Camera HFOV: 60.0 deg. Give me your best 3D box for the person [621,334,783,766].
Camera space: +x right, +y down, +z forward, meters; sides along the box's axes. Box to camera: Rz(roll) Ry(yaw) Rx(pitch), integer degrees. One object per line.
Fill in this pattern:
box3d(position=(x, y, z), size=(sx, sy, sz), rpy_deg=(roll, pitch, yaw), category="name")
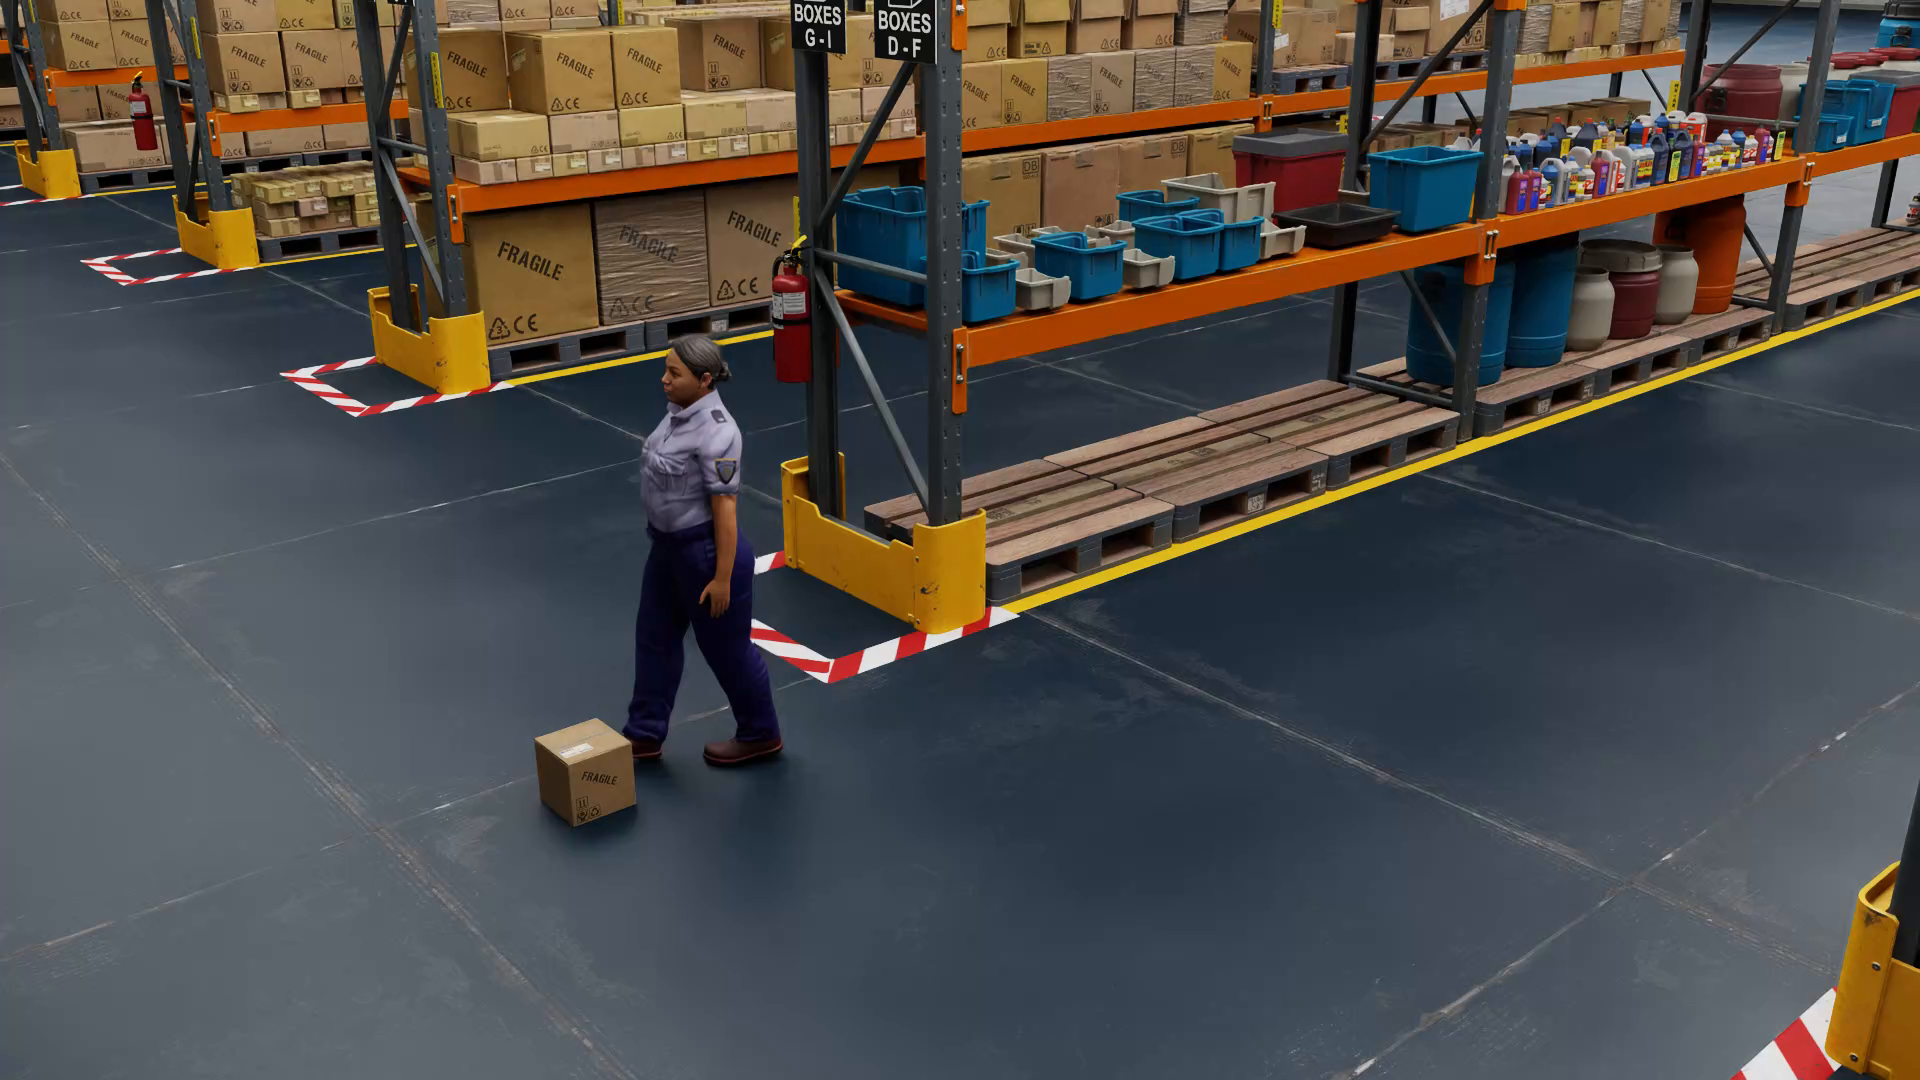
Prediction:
box3d(position=(-1.018, 0.077, 5.899), size=(0.703, 1.630, 0.492), rpy_deg=(-11, 24, -26), category="person")
